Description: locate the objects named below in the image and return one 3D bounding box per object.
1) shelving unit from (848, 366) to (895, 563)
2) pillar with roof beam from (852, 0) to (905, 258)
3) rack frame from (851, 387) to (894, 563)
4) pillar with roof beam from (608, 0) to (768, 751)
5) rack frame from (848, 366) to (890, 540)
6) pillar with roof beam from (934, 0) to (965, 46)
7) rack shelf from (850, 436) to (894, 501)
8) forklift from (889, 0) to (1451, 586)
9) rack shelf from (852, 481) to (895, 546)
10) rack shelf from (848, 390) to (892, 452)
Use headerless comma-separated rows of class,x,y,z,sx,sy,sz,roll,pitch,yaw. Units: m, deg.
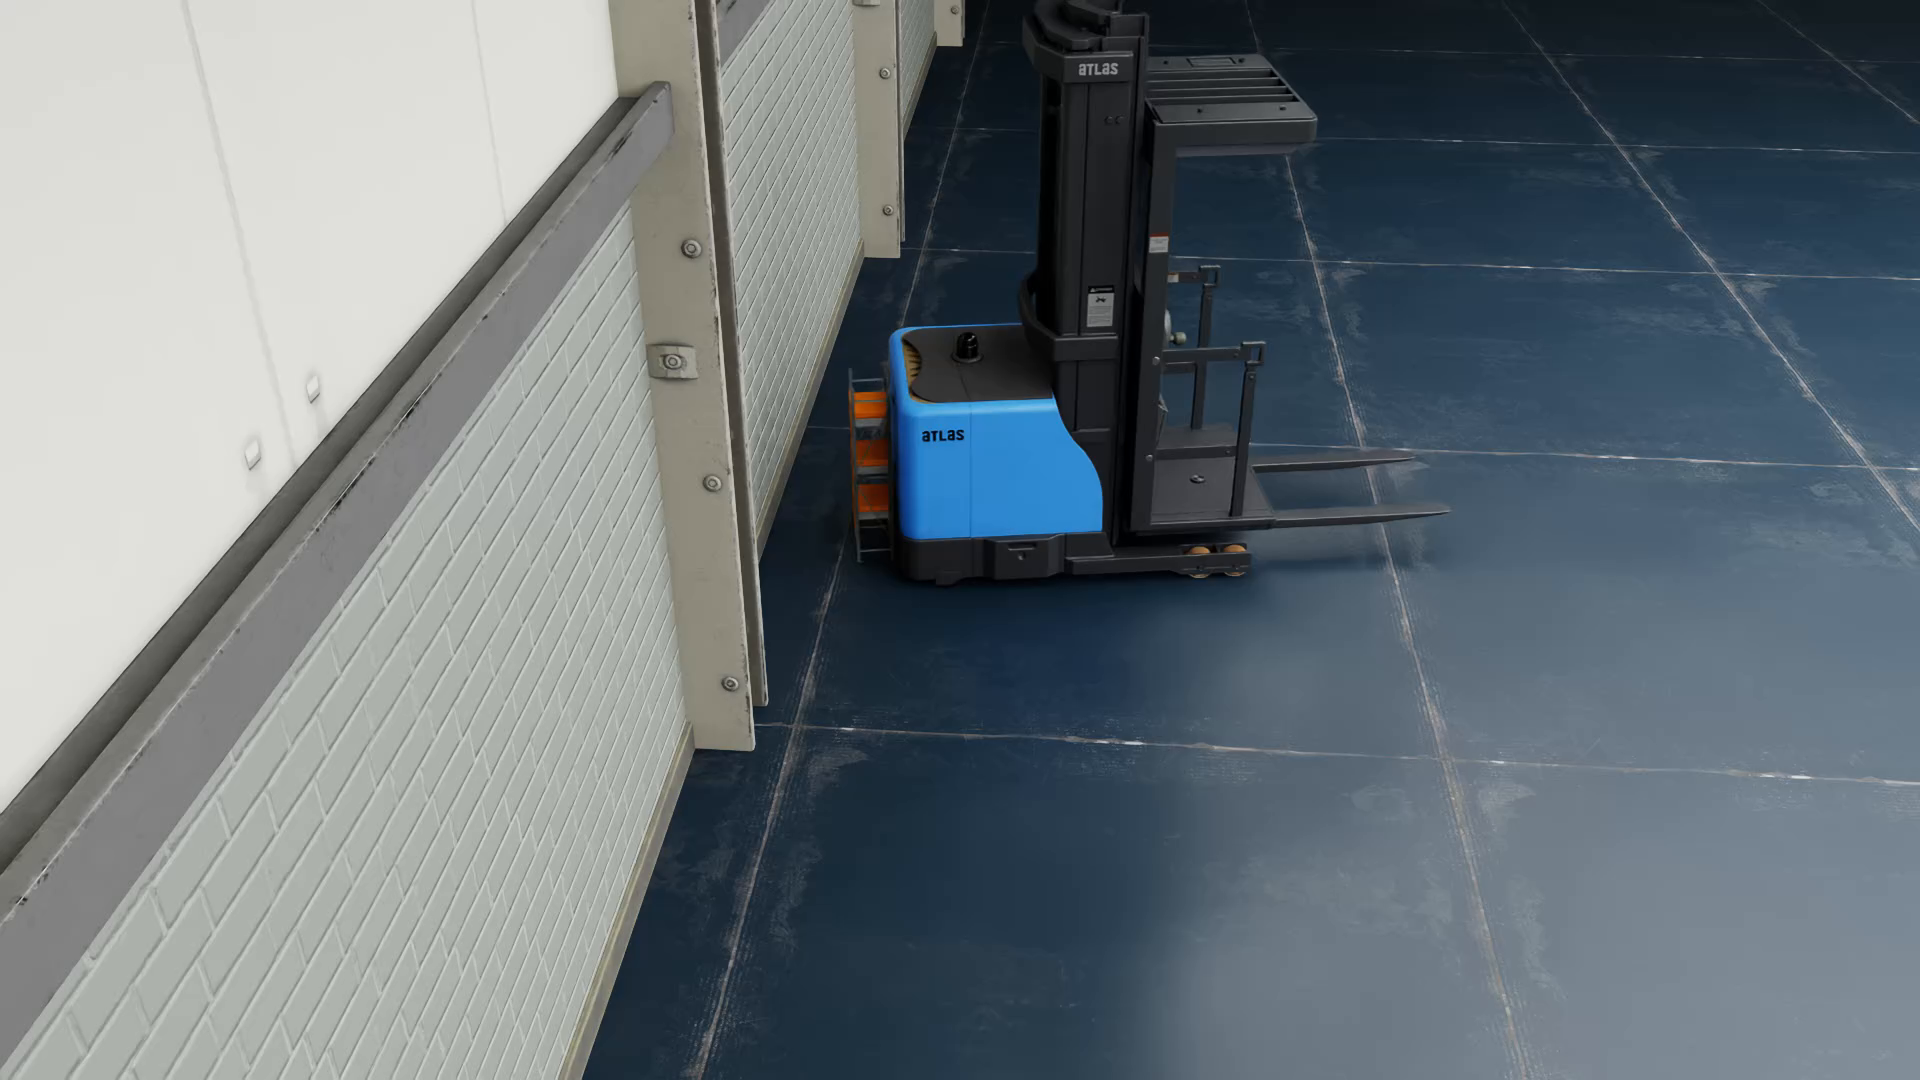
shelving unit,-0.472,-0.393,8.888,0.215,1.050,0.252,-3,32,-5
pillar with roof beam,3.688,-5.921,10.281,9.100,9.000,0.400,2,32,4
rack frame,-0.459,-0.330,8.784,0.200,1.050,0.008,-3,32,-5
pillar with roof beam,3.199,-2.784,5.190,9.100,9.000,0.400,2,32,4
rack frame,-0.485,-0.457,8.991,0.200,1.050,0.008,-3,32,-5
pillar with roof beam,4.176,-9.058,15.372,9.100,9.000,0.400,2,32,4
rack shelf,-0.472,-0.384,8.893,0.215,0.259,0.240,-3,32,-5
forklift,1.148,-1.317,8.594,3.031,2.935,1.130,-3,32,-4
rack shelf,-0.472,-0.148,9.039,0.215,0.259,0.240,-3,32,-5
rack shelf,-0.472,-0.626,8.744,0.215,0.259,0.240,-3,32,-5
